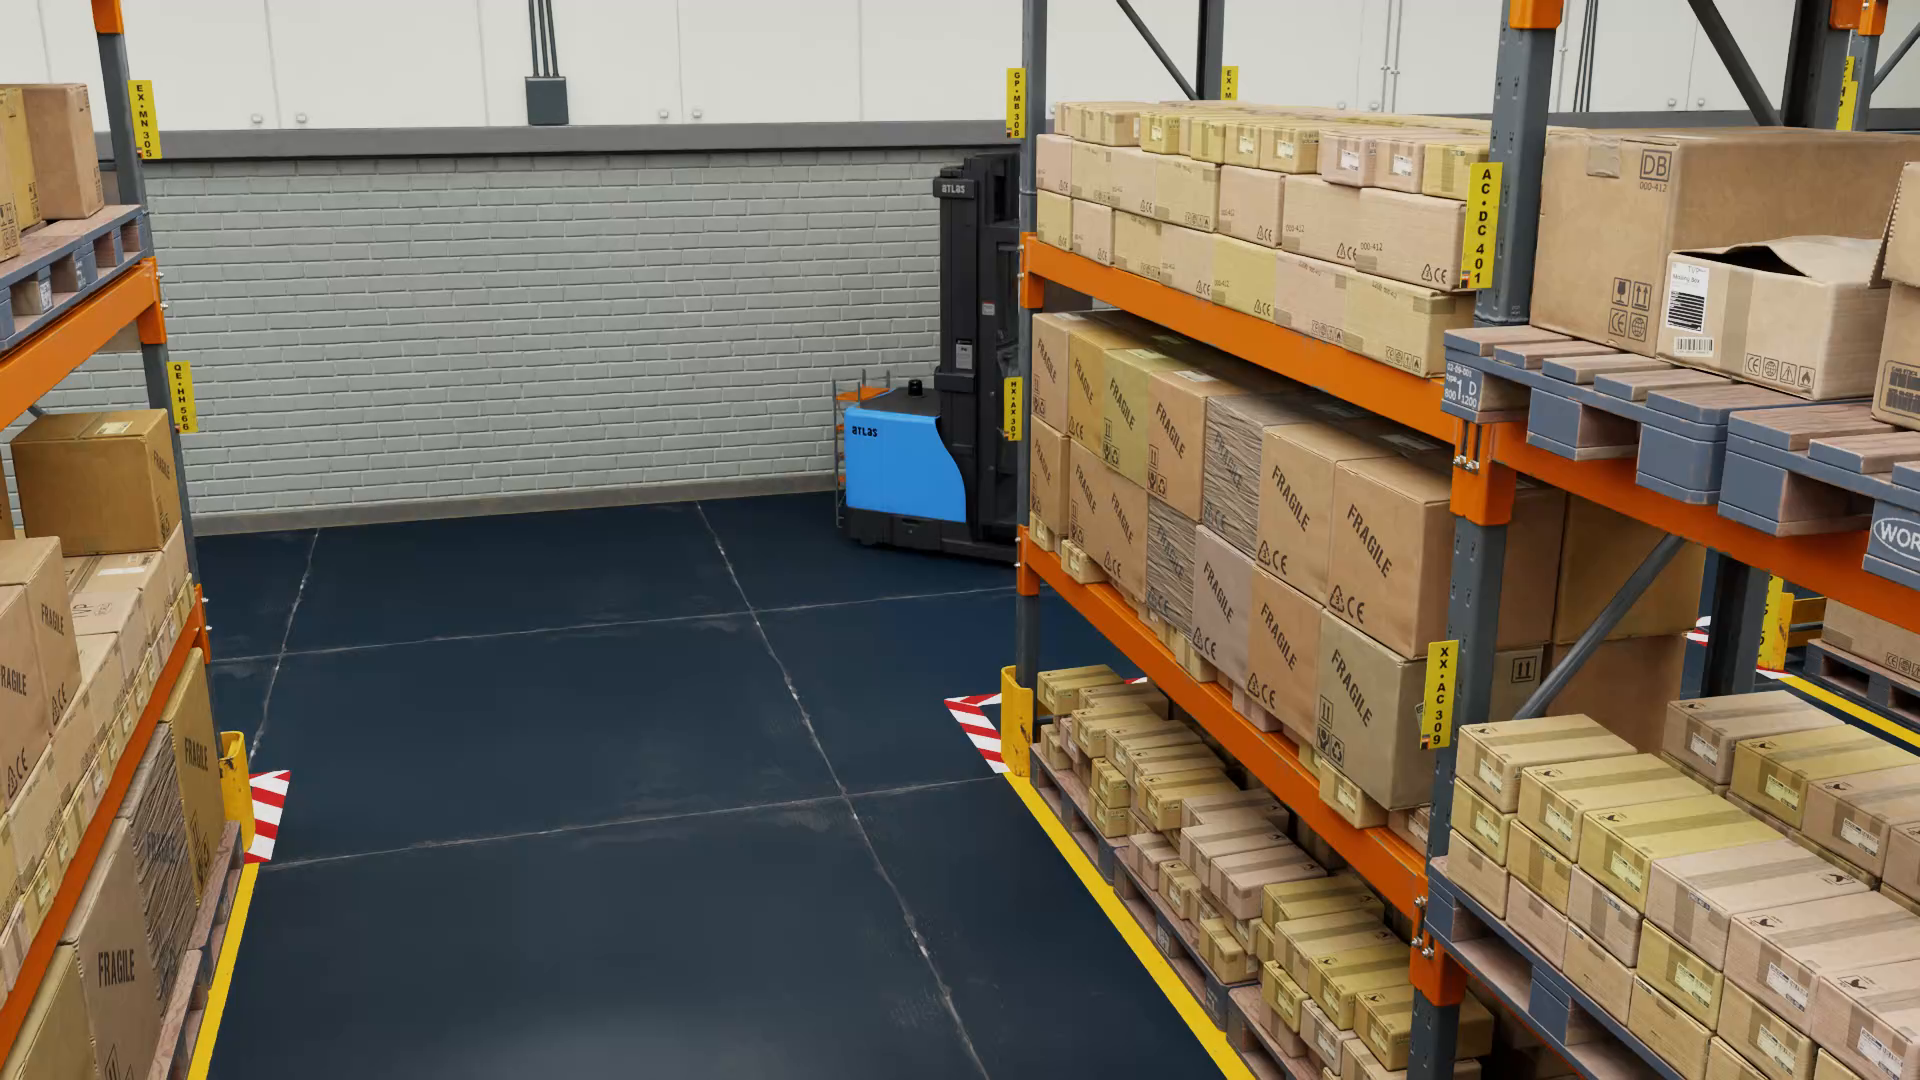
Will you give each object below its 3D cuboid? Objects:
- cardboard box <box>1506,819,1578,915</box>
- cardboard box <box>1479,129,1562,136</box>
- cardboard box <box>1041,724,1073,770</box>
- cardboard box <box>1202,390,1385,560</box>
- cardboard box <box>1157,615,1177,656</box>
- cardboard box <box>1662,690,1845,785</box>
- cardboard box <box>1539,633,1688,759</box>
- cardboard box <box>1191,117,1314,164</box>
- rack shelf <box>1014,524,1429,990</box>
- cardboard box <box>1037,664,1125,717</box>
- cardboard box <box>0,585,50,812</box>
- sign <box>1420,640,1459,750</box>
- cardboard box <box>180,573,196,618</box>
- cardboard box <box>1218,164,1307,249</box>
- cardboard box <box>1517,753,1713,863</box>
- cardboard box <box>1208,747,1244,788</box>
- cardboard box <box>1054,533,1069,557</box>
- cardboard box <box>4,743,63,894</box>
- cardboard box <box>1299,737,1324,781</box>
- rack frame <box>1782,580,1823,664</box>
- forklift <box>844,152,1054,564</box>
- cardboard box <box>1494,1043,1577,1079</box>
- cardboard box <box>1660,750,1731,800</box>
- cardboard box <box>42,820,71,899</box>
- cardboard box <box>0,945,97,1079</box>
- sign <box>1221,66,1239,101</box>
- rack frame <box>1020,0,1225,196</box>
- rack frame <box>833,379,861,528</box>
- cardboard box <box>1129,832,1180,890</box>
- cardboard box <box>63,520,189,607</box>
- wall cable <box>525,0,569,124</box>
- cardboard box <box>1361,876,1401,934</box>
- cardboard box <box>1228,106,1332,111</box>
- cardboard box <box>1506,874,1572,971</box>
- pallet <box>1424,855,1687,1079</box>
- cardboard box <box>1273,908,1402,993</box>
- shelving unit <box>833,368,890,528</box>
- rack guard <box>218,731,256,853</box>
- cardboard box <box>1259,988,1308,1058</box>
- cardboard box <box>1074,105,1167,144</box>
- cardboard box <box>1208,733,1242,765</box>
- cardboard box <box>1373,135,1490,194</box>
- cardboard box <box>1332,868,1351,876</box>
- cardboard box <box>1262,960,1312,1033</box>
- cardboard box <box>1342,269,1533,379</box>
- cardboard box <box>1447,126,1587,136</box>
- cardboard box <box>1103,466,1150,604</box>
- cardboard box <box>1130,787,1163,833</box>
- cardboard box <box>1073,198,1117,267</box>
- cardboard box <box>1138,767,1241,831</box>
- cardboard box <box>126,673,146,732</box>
[{"bbox_3d":[1.633,0.807,4.242,0.380,0.149,0.250,-5,17,-16],"label":"cardboard box"},{"bbox_3d":[1.880,-1.224,5.298,0.380,0.149,0.250,-5,17,-16],"label":"cardboard box"},{"bbox_3d":[0.630,1.041,8.497,0.380,0.149,0.250,-4,17,-14],"label":"cardboard box"},{"bbox_3d":[1.230,-0.250,6.141,0.500,0.500,0.500,-4,17,-14],"label":"cardboard box"},{"bbox_3d":[1.046,0.370,6.942,0.380,0.149,0.250,-4,17,-13],"label":"cardboard box"},{"bbox_3d":[2.192,0.543,4.602,0.380,0.149,0.250,-4,17,-13],"label":"cardboard box"},{"bbox_3d":[2.000,0.466,5.496,0.500,0.500,0.500,-5,17,-16],"label":"cardboard box"},{"bbox_3d":[1.075,-1.471,6.119,0.380,0.149,0.250,-5,17,-16],"label":"cardboard box"},{"bbox_3d":[1.344,0.605,6.976,1.077,0.370,4.000,-5,17,-15],"label":"rack shelf"},{"bbox_3d":[0.612,0.758,8.406,0.380,0.149,0.250,-6,18,-18],"label":"cardboard box"},{"bbox_3d":[-2.917,0.458,4.653,0.500,0.500,0.500,-5,17,-15],"label":"cardboard box"},{"bbox_3d":[1.374,0.444,4.756,0.100,0.325,0.005,-5,17,-15],"label":"sign"},{"bbox_3d":[-3.588,0.264,7.296,0.380,0.149,0.250,-4,17,-14],"label":"cardboard box"},{"bbox_3d":[1.243,-1.187,5.868,0.500,0.250,0.500,-4,17,-13],"label":"cardboard box"},{"bbox_3d":[1.642,0.670,4.182,0.380,0.149,0.250,-4,17,-14],"label":"cardboard box"},{"bbox_3d":[1.333,1.078,7.857,0.380,0.149,0.250,-5,17,-16],"label":"cardboard box"},{"bbox_3d":[0.678,0.010,8.142,0.380,0.149,0.250,-4,17,-13],"label":"cardboard box"},{"bbox_3d":[-2.912,0.818,4.758,0.500,0.250,0.500,-5,17,-16],"label":"cardboard box"},{"bbox_3d":[1.398,0.732,5.738,0.380,0.149,0.250,-4,17,-13],"label":"cardboard box"},{"bbox_3d":[5.526,-0.712,10.110,1.000,3.000,0.127,-5,17,-15],"label":"rack frame"},{"bbox_3d":[0.666,-1.313,12.227,3.031,2.935,1.130,8,18,24],"label":"forklift"},{"bbox_3d":[2.102,1.851,5.800,0.380,0.149,0.250,-5,18,-18],"label":"cardboard box"},{"bbox_3d":[2.193,0.684,4.649,0.380,0.149,0.250,-4,17,-14],"label":"cardboard box"},{"bbox_3d":[-2.884,0.972,4.940,0.380,0.149,0.250,-5,17,-17],"label":"cardboard box"},{"bbox_3d":[-3.008,1.805,4.692,0.875,0.875,0.875,-5,17,-15],"label":"cardboard box"},{"bbox_3d":[1.333,-2.192,8.283,0.100,0.325,0.005,-5,17,-15],"label":"sign"},{"bbox_3d":[0.794,-3.166,7.851,1.000,3.000,0.127,-5,17,-15],"label":"rack frame"},{"bbox_3d":[-0.879,-0.663,13.073,0.240,1.200,0.015,8,18,24],"label":"rack frame"},{"bbox_3d":[0.967,1.394,7.324,0.380,0.149,0.250,-6,18,-18],"label":"cardboard box"},{"bbox_3d":[-3.614,0.113,7.104,0.500,0.250,0.500,-5,17,-16],"label":"cardboard box"},{"bbox_3d":[-2.242,-6.179,12.290,2.277,5.999,0.120,-5,17,-15],"label":"wall cable"},{"bbox_3d":[1.769,1.364,6.390,0.380,0.149,0.250,-5,17,-17],"label":"cardboard box"},{"bbox_3d":[1.390,-1.808,7.242,0.380,0.149,0.250,-4,17,-14],"label":"cardboard box"},{"bbox_3d":[1.641,0.954,4.269,0.380,0.149,0.250,-4,17,-14],"label":"cardboard box"},{"bbox_3d":[1.964,1.128,4.316,1.003,0.211,1.213,-5,17,-15],"label":"pallet"},{"bbox_3d":[1.362,1.479,6.006,0.380,0.149,0.250,-5,17,-16],"label":"cardboard box"},{"bbox_3d":[-0.775,-0.727,13.284,0.258,1.200,0.503,8,18,24],"label":"shelving unit"},{"bbox_3d":[-4.009,1.262,7.883,1.175,0.500,0.348,-5,17,-15],"label":"rack guard"},{"bbox_3d":[1.333,1.750,6.139,0.380,0.149,0.250,-5,18,-17],"label":"cardboard box"},{"bbox_3d":[0.722,-1.828,7.308,0.380,0.149,0.250,-5,17,-15],"label":"cardboard box"},{"bbox_3d":[1.401,0.925,7.851,0.380,0.149,0.250,-5,18,-17],"label":"cardboard box"},{"bbox_3d":[1.462,-1.119,4.948,0.380,0.149,0.250,-4,17,-14],"label":"cardboard box"},{"bbox_3d":[1.720,1.429,6.689,0.380,0.149,0.250,-4,17,-13],"label":"cardboard box"},{"bbox_3d":[1.324,1.626,6.032,0.380,0.149,0.250,-5,18,-17],"label":"cardboard box"},{"bbox_3d":[1.499,-0.666,5.001,0.500,0.250,0.500,-4,17,-14],"label":"cardboard box"},{"bbox_3d":[1.853,-1.300,5.550,0.380,0.149,0.250,-5,17,-17],"label":"cardboard box"},{"bbox_3d":[0.946,-0.055,7.230,0.500,0.500,0.500,-4,17,-15],"label":"cardboard box"},{"bbox_3d":[0.995,1.180,7.518,0.380,0.149,0.250,-6,18,-18],"label":"cardboard box"},{"bbox_3d":[0.812,-1.368,7.337,0.500,0.250,0.500,-4,17,-13],"label":"cardboard box"},{"bbox_3d":[0.992,1.120,7.199,0.380,0.149,0.250,-4,17,-14],"label":"cardboard box"},{"bbox_3d":[-3.234,0.618,6.118,0.380,0.149,0.250,-5,17,-15],"label":"cardboard box"}]
